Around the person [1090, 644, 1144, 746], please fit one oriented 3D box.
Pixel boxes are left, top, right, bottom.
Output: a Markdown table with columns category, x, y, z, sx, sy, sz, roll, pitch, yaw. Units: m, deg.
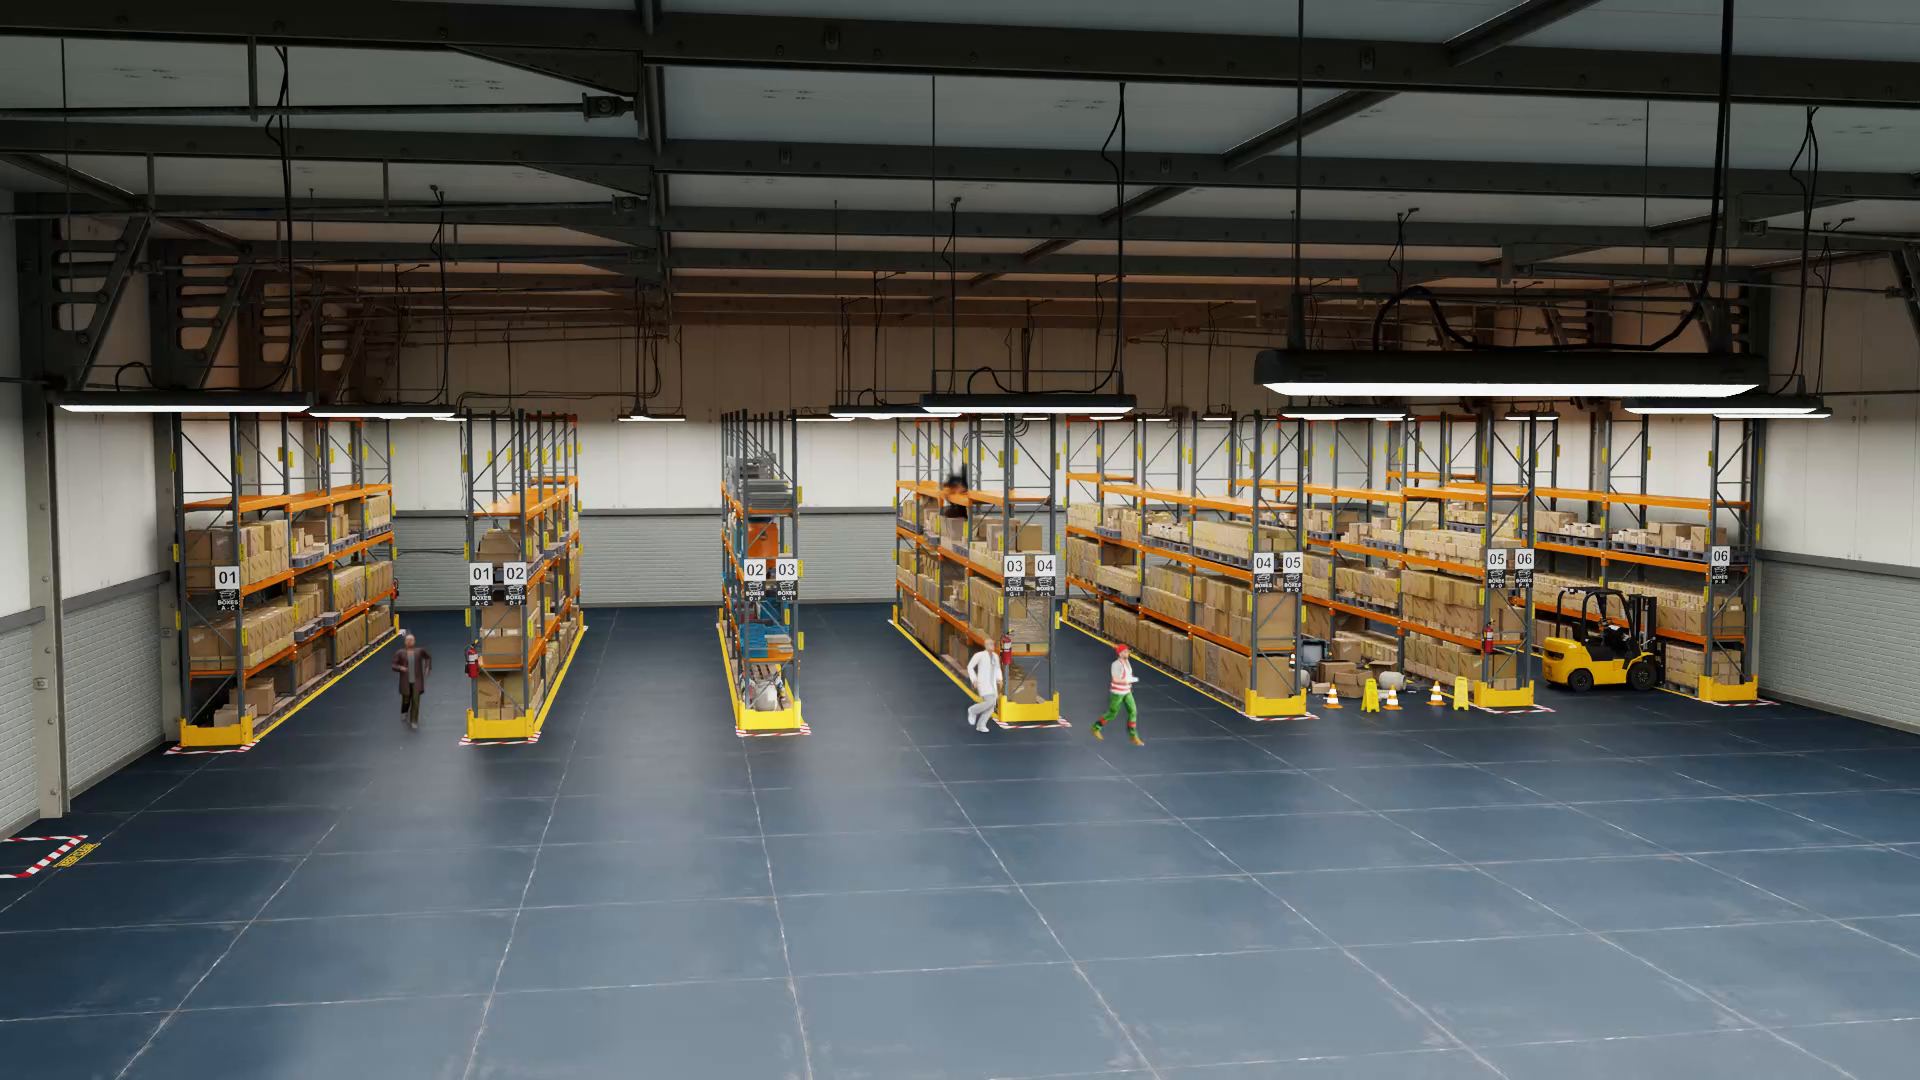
| category | x | y | z | sx | sy | sz | roll | pitch | yaw |
| --- | --- | --- | --- | --- | --- | --- | --- | --- | --- |
| person | 2.845 | 2.750 | 29.730 | 0.964 | 1.812 | 0.672 | 3 | 5 | 35 |

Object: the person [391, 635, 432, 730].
| category | x | y | z | sx | sy | sz | roll | pitch | yaw |
| --- | --- | --- | --- | --- | --- | --- | --- | --- | --- |
| person | -10.328 | 2.662 | 31.318 | 0.723 | 1.722 | 1.059 | -1 | 4 | -17 |

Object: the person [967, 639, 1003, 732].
| category | x | y | z | sx | sy | sz | roll | pitch | yaw |
| --- | --- | --- | --- | --- | --- | --- | --- | --- | --- |
| person | 0.523 | 2.803 | 31.092 | 0.738 | 1.497 | 0.580 | -4 | 5 | -42 |
